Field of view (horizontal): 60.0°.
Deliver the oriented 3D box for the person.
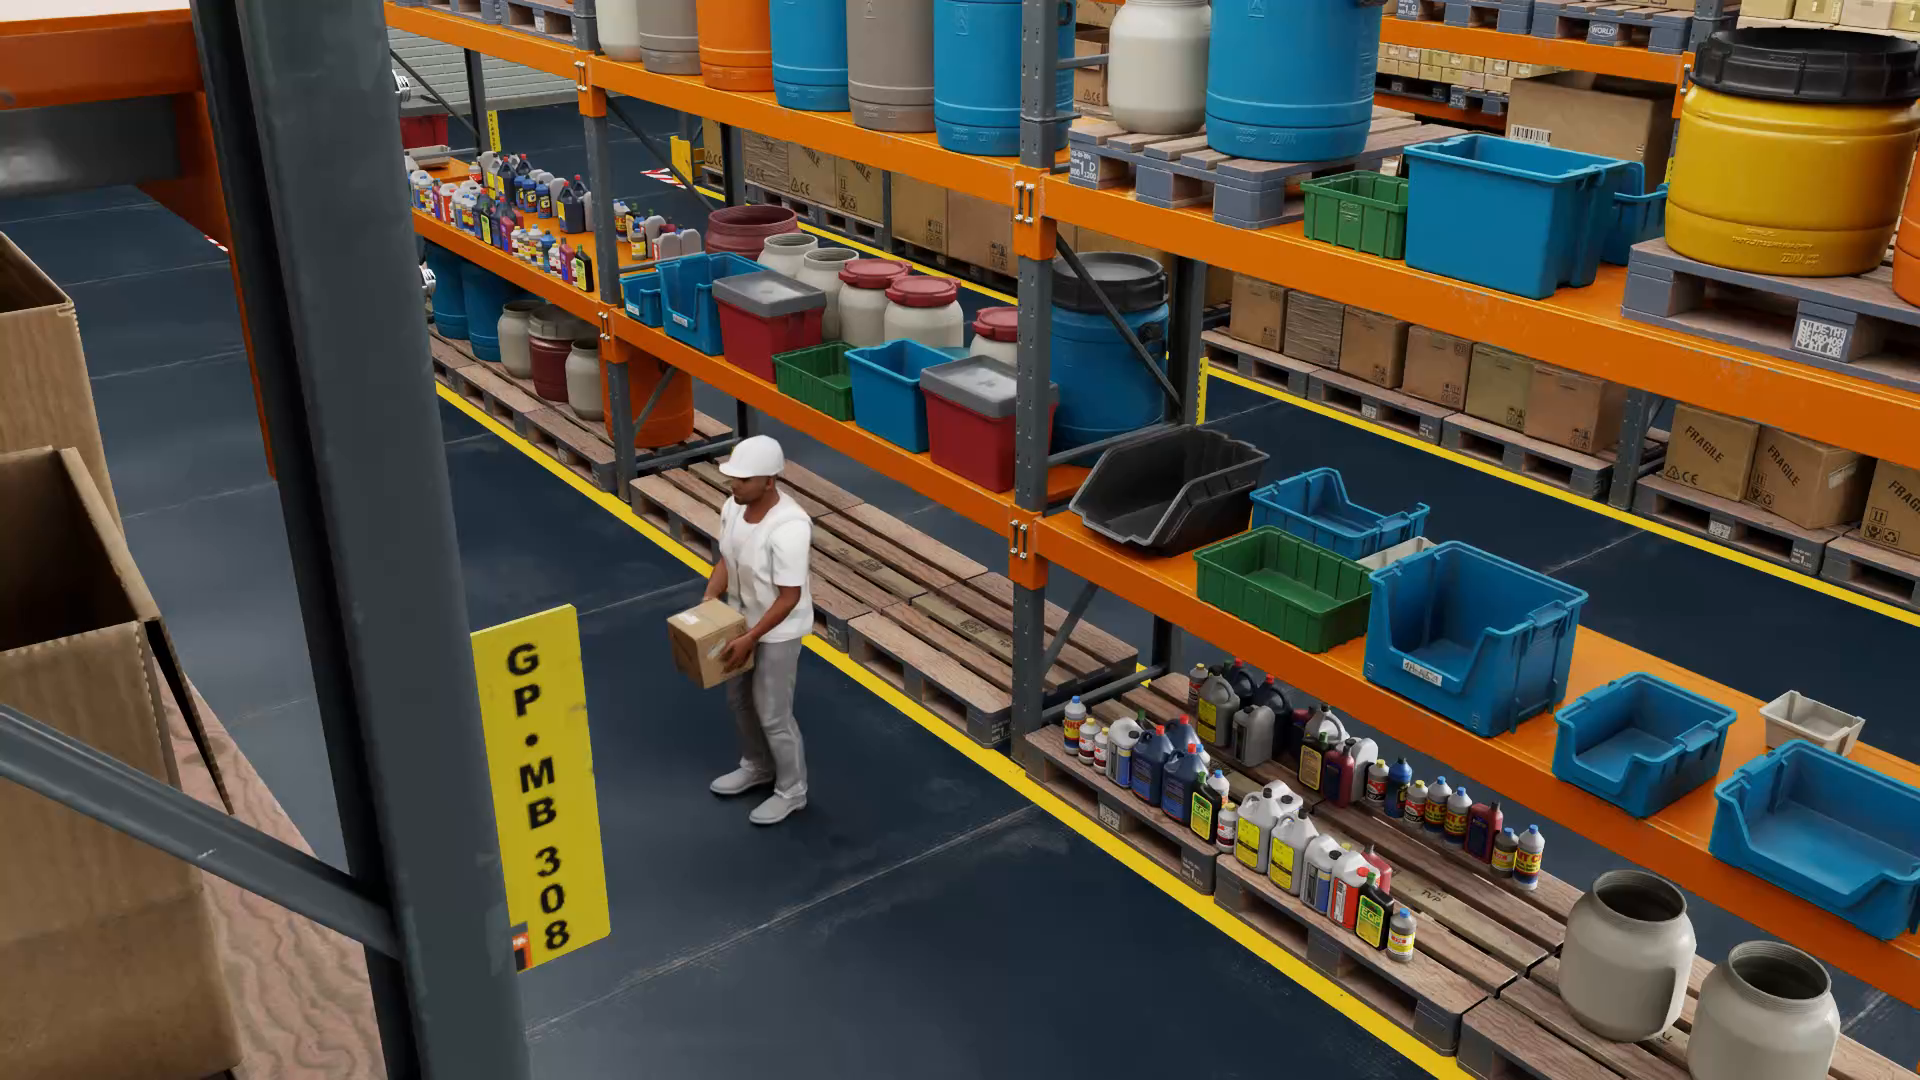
[{"bbox_3d":[-0.899,0.394,7.213,0.509,1.768,0.562,-18,30,-35],"label":"person"}]
